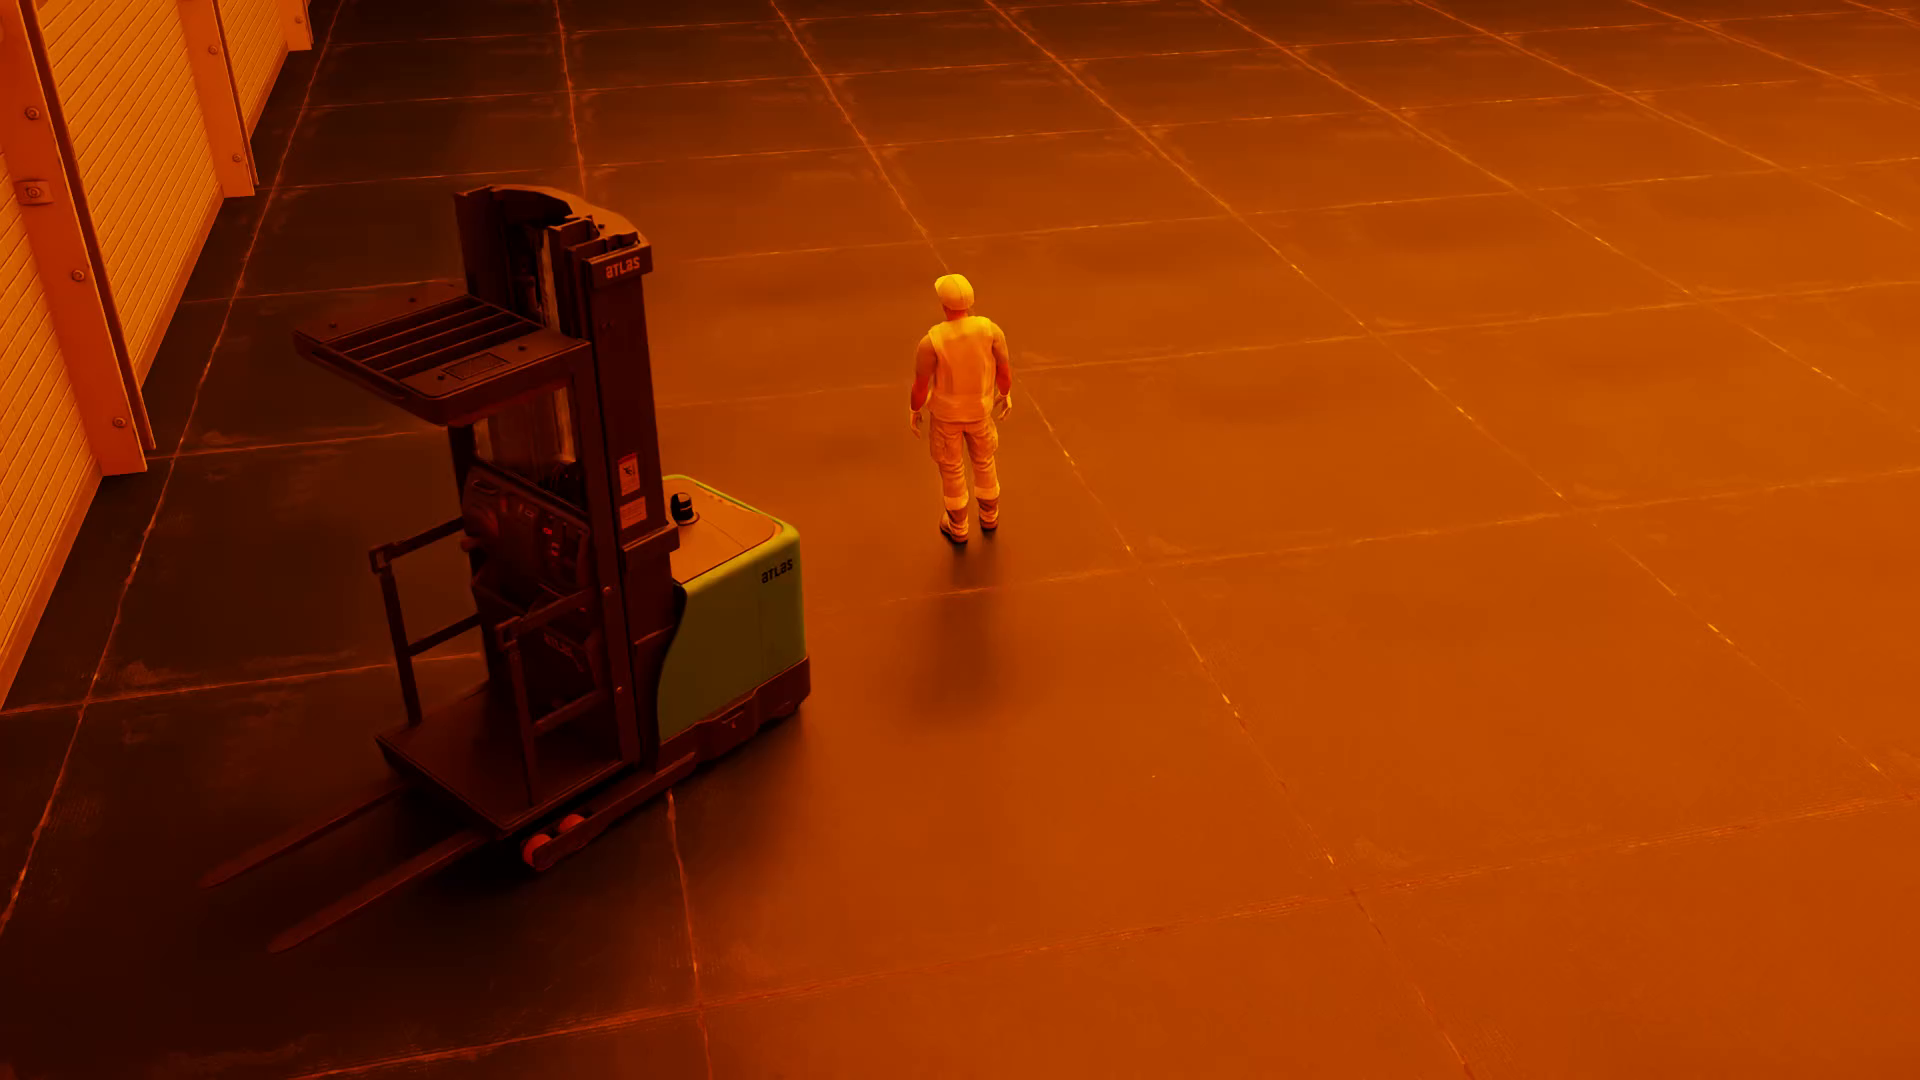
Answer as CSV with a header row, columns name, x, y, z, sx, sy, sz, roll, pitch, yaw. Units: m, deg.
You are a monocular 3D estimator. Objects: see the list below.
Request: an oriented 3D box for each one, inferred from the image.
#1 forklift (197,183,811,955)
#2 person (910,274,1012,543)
name,x,y,z,sx,sy,sz,roll,pitch,yaw
forklift,-2.154,-0.003,7.580,1.130,2.935,3.031,24,38,35
person,-0.007,-0.821,10.118,0.638,1.787,0.564,-7,31,-12
